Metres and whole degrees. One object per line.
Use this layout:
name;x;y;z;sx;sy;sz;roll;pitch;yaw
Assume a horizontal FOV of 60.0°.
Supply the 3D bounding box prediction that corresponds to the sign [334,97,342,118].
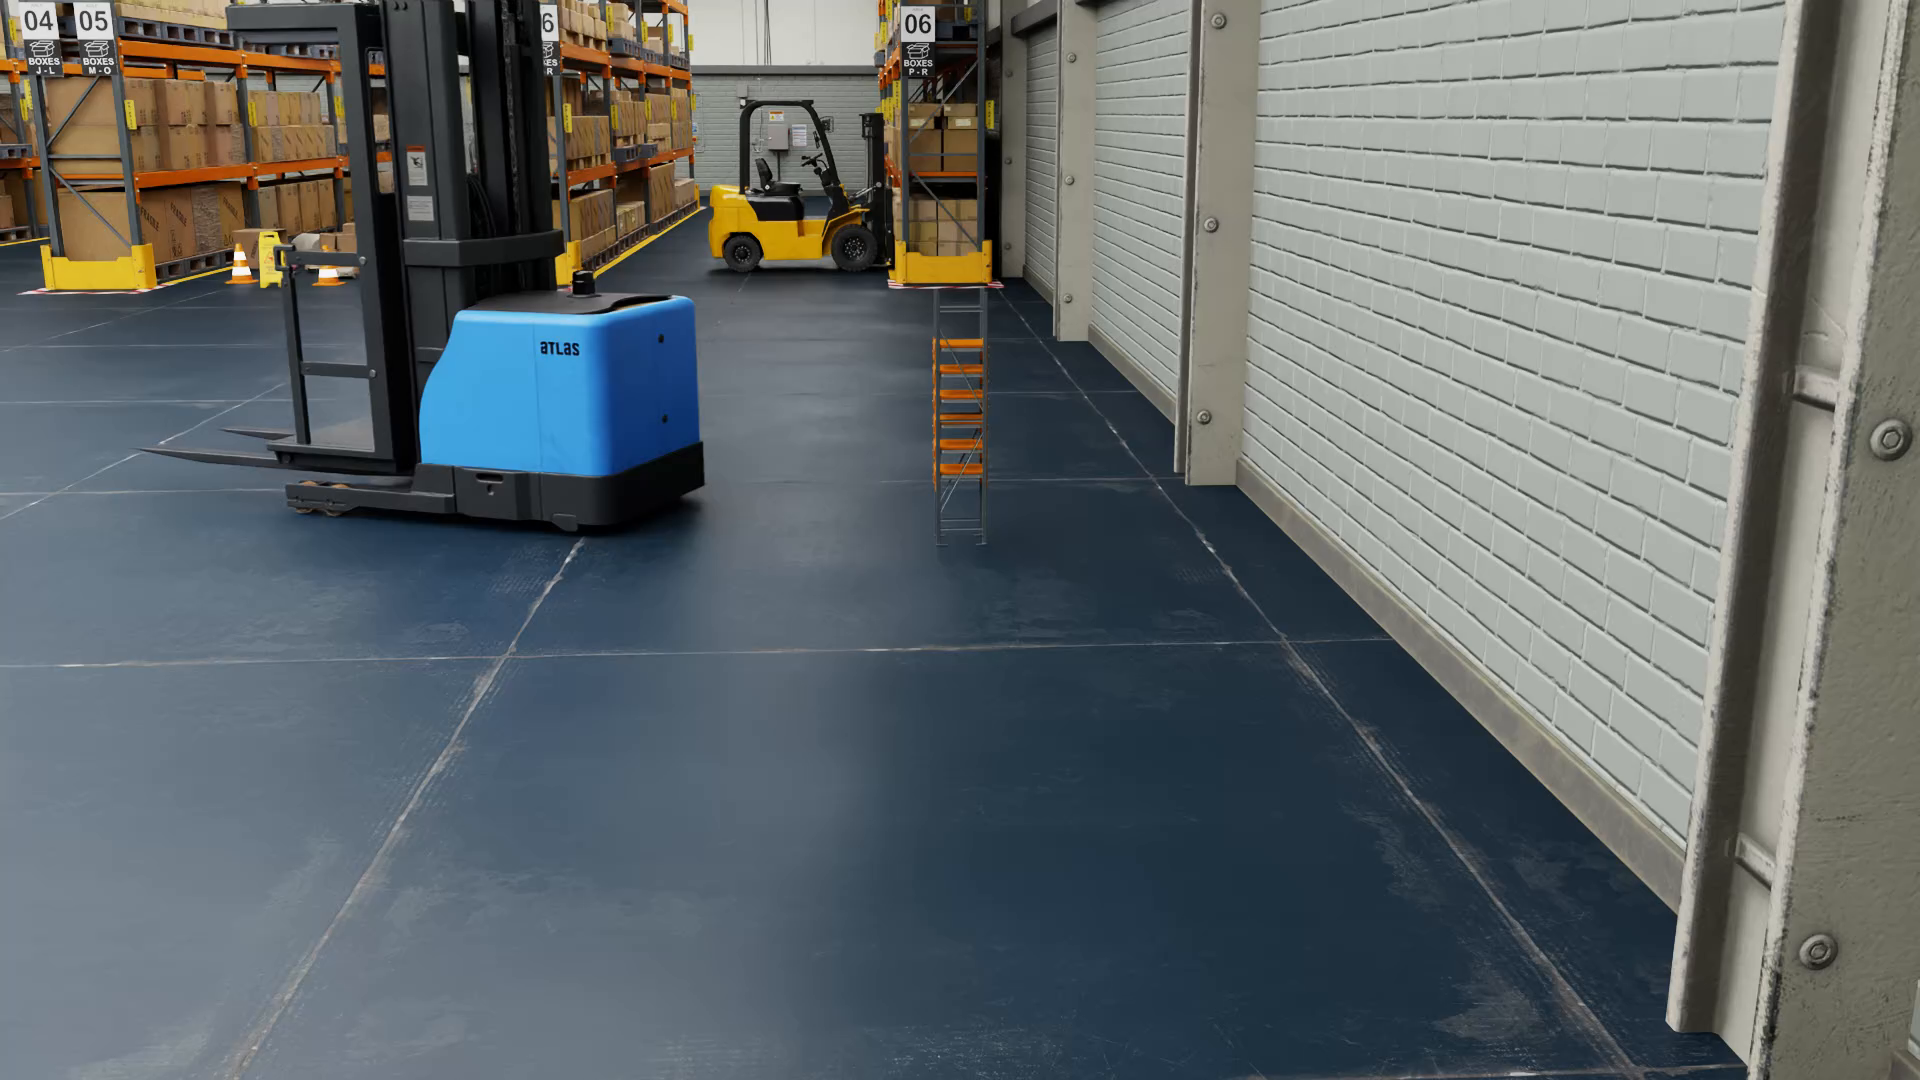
sign;-10.032;-6.985;26.831;0.100;0.325;0.005;-1;14;-3

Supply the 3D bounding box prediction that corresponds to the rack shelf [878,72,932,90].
rack shelf;-1.069;-9.191;33.151;1.077;0.370;4.000;-1;14;-3

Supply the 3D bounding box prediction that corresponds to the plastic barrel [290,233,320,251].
plastic barrel;-8.737;-3.914;22.389;0.512;0.421;0.421;10;18;35

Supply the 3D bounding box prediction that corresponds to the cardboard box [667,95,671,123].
cardboard box;-5.621;-7.937;30.646;0.500;0.500;0.500;0;14;-2

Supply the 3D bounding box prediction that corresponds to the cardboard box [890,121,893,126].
cardboard box;-0.838;-6.232;24.727;0.380;0.149;0.250;-1;14;-5

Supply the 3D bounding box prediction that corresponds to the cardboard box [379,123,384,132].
cardboard box;-10.582;-7.412;29.880;0.380;0.149;0.250;0;14;-1

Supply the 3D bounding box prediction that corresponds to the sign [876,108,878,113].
sign;-1.735;-8.995;35.227;0.100;0.325;0.005;-1;14;-3

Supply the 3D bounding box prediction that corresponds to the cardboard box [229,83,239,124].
cardboard box;-10.349;-5.923;22.561;0.875;0.550;0.550;-1;14;-3

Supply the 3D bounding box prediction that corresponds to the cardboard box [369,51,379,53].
cardboard box;-10.920;-9.018;29.994;0.700;0.500;0.500;-1;14;-3

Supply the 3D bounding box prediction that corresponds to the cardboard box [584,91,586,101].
cardboard box;-5.754;-6.582;24.646;0.380;0.149;0.250;-2;15;-6

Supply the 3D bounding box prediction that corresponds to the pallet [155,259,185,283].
pallet;-10.218;-3.273;20.322;1.003;0.211;1.213;-1;14;-3

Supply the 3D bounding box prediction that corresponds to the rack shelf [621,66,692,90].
rack shelf;-6.023;-9.113;32.849;1.077;0.370;4.000;-1;14;-3

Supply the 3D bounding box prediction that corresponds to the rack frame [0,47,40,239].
rack frame;-15.542;-6.364;26.739;1.000;3.000;0.127;-1;14;-3

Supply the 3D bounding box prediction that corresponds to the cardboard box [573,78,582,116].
cardboard box;-5.593;-6.086;22.855;0.700;0.500;0.500;-1;14;-4

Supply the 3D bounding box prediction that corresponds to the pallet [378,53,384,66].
pallet;-10.902;-8.616;29.852;1.213;0.211;1.003;-1;14;-3

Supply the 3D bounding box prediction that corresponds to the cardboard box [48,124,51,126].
cardboard box;-15.335;-6.665;27.711;0.500;0.500;0.500;-1;14;-5

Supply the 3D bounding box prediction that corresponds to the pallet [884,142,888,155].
pallet;-0.810;-6.669;28.310;1.213;0.211;1.003;-1;14;-3

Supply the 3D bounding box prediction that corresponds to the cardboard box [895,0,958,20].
cardboard box;-0.434;-6.868;21.428;0.797;0.503;0.637;0;14;-2

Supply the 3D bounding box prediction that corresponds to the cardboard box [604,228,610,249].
cardboard box;-5.056;-4.118;22.688;0.500;0.250;0.500;-1;14;-5

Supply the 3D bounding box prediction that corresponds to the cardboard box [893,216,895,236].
cardboard box;-0.617;-4.088;21.565;0.500;0.250;0.500;-1;14;-5

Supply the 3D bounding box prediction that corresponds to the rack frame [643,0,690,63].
rack frame;-6.147;-11.411;34.319;1.000;3.000;0.127;-1;14;-3

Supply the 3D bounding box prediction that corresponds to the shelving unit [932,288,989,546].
shelving unit;0.001;-0.577;7.863;0.258;1.200;0.189;-1;14;-3

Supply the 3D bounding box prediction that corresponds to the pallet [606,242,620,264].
pallet;-5.327;-4.005;23.168;1.003;0.211;1.213;-1;14;-3

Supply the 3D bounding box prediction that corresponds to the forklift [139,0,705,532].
forklift;-2.938;-1.657;8.586;3.031;2.935;1.130;5;15;18

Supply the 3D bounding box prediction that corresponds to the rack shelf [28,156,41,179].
rack shelf;-15.666;-6.513;28.762;1.077;0.370;4.000;-1;14;-3

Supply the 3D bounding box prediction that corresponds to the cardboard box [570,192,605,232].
cardboard box;-5.033;-4.360;22.124;0.500;0.500;0.500;0;14;0

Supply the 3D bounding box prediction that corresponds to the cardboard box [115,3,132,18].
cardboard box;-9.791;-6.098;19.150;0.380;0.149;0.250;-1;14;-3

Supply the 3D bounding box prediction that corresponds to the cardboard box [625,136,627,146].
cardboard box;-5.211;-6.003;25.001;0.380;0.149;0.250;-1;14;-3

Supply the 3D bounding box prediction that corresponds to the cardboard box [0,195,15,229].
cardboard box;-15.481;-5.200;26.349;0.700;0.500;0.500;-2;15;-6

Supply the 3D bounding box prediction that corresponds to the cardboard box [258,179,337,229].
cardboard box;-10.638;-5.376;26.573;1.050;0.750;0.750;-1;14;-4

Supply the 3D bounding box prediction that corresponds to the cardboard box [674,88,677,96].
cardboard box;-5.691;-8.696;32.297;0.380;0.149;0.250;-1;14;-5

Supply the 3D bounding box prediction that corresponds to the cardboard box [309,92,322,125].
cardboard box;-10.568;-6.836;26.367;0.700;0.500;0.500;-1;14;-4

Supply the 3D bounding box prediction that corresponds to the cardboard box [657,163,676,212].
cardboard box;-5.781;-6.533;30.818;0.875;0.875;0.875;0;14;-2

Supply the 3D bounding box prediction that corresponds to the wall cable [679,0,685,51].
wall cable;-6.781;-12.822;39.800;0.463;3.000;0.029;-1;14;-3

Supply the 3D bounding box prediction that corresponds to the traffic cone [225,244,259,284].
traffic cone;-8.706;-3.351;20.121;0.336;0.463;0.334;-1;14;-3

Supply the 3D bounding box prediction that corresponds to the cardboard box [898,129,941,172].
cardboard box;-0.495;-4.771;20.350;0.500;0.500;0.500;-1;14;-5

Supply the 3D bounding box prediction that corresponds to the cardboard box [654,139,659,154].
cardboard box;-5.507;-6.827;28.843;0.500;0.250;0.500;0;14;-2

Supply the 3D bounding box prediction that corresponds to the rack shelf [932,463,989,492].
rack shelf;0.001;-0.302;7.934;0.258;0.103;0.180;-1;14;-3

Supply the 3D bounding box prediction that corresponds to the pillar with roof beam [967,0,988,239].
pillar with roof beam;-4.014;-9.123;25.423;9.100;9.000;0.400;-1;14;-3

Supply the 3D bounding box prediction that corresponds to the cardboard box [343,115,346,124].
cardboard box;-10.451;-7.031;27.799;0.380;0.149;0.250;-1;14;-4

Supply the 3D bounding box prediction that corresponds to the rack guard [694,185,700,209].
rack guard;-6.149;-7.302;35.401;1.175;0.500;0.348;-1;14;-3

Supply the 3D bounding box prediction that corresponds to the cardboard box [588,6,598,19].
cardboard box;-5.000;-6.971;21.986;0.380;0.149;0.250;0;14;-2

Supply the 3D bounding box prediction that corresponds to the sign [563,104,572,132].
sign;-4.614;-4.955;19.526;0.100;0.325;0.005;-1;14;-3

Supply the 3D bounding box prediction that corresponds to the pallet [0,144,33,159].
pallet;-15.392;-6.095;26.081;1.213;0.211;1.003;-1;14;-3

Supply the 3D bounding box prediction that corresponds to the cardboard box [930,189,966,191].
cardboard box;-0.180;-4.710;22.982;0.500;0.250;0.500;-1;14;-4

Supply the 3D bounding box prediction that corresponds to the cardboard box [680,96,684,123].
cardboard box;-5.761;-8.545;33.010;0.500;0.500;0.500;-1;14;-4

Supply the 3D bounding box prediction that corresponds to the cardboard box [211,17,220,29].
cardboard box;-9.963;-6.790;21.839;0.380;0.149;0.250;-1;14;-3

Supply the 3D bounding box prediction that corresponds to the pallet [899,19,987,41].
pallet;-0.220;-6.191;20.225;1.003;0.211;1.213;-1;14;-3
